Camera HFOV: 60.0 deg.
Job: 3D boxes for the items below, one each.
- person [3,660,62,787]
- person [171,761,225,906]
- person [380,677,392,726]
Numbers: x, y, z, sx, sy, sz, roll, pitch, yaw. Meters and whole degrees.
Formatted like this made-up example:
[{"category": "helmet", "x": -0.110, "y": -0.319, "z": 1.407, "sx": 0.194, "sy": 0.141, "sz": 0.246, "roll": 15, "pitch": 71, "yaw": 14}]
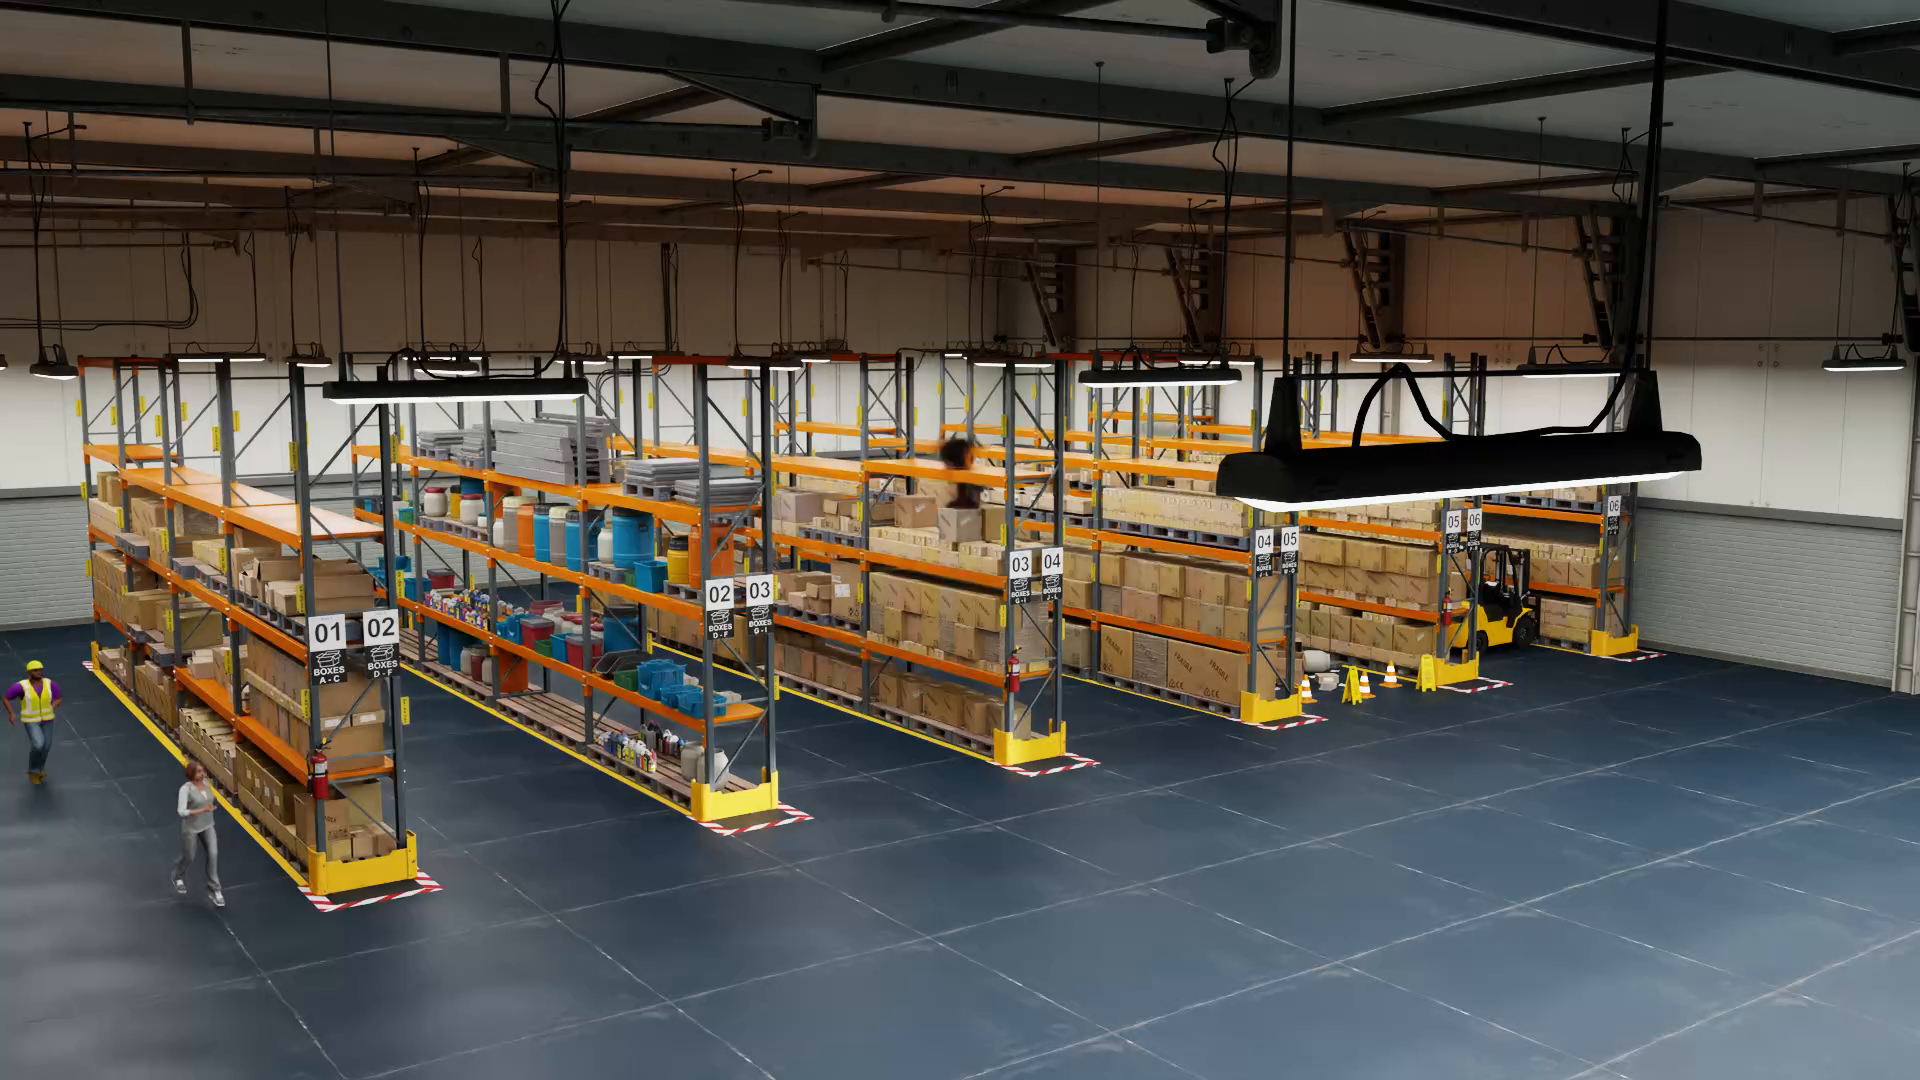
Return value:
[{"category": "person", "x": -13.106, "y": 2.600, "z": 23.632, "sx": 0.718, "sy": 1.789, "sz": 0.684, "roll": 6, "pitch": 9, "yaw": 39}, {"category": "person", "x": -8.581, "y": 3.257, "z": 18.666, "sx": 0.841, "sy": 1.609, "sz": 0.507, "roll": 5, "pitch": 8, "yaw": 33}, {"category": "person", "x": -9.514, "y": 2.187, "z": 27.356, "sx": 0.568, "sy": 1.712, "sz": 0.854, "roll": -5, "pitch": 9, "yaw": -36}]
